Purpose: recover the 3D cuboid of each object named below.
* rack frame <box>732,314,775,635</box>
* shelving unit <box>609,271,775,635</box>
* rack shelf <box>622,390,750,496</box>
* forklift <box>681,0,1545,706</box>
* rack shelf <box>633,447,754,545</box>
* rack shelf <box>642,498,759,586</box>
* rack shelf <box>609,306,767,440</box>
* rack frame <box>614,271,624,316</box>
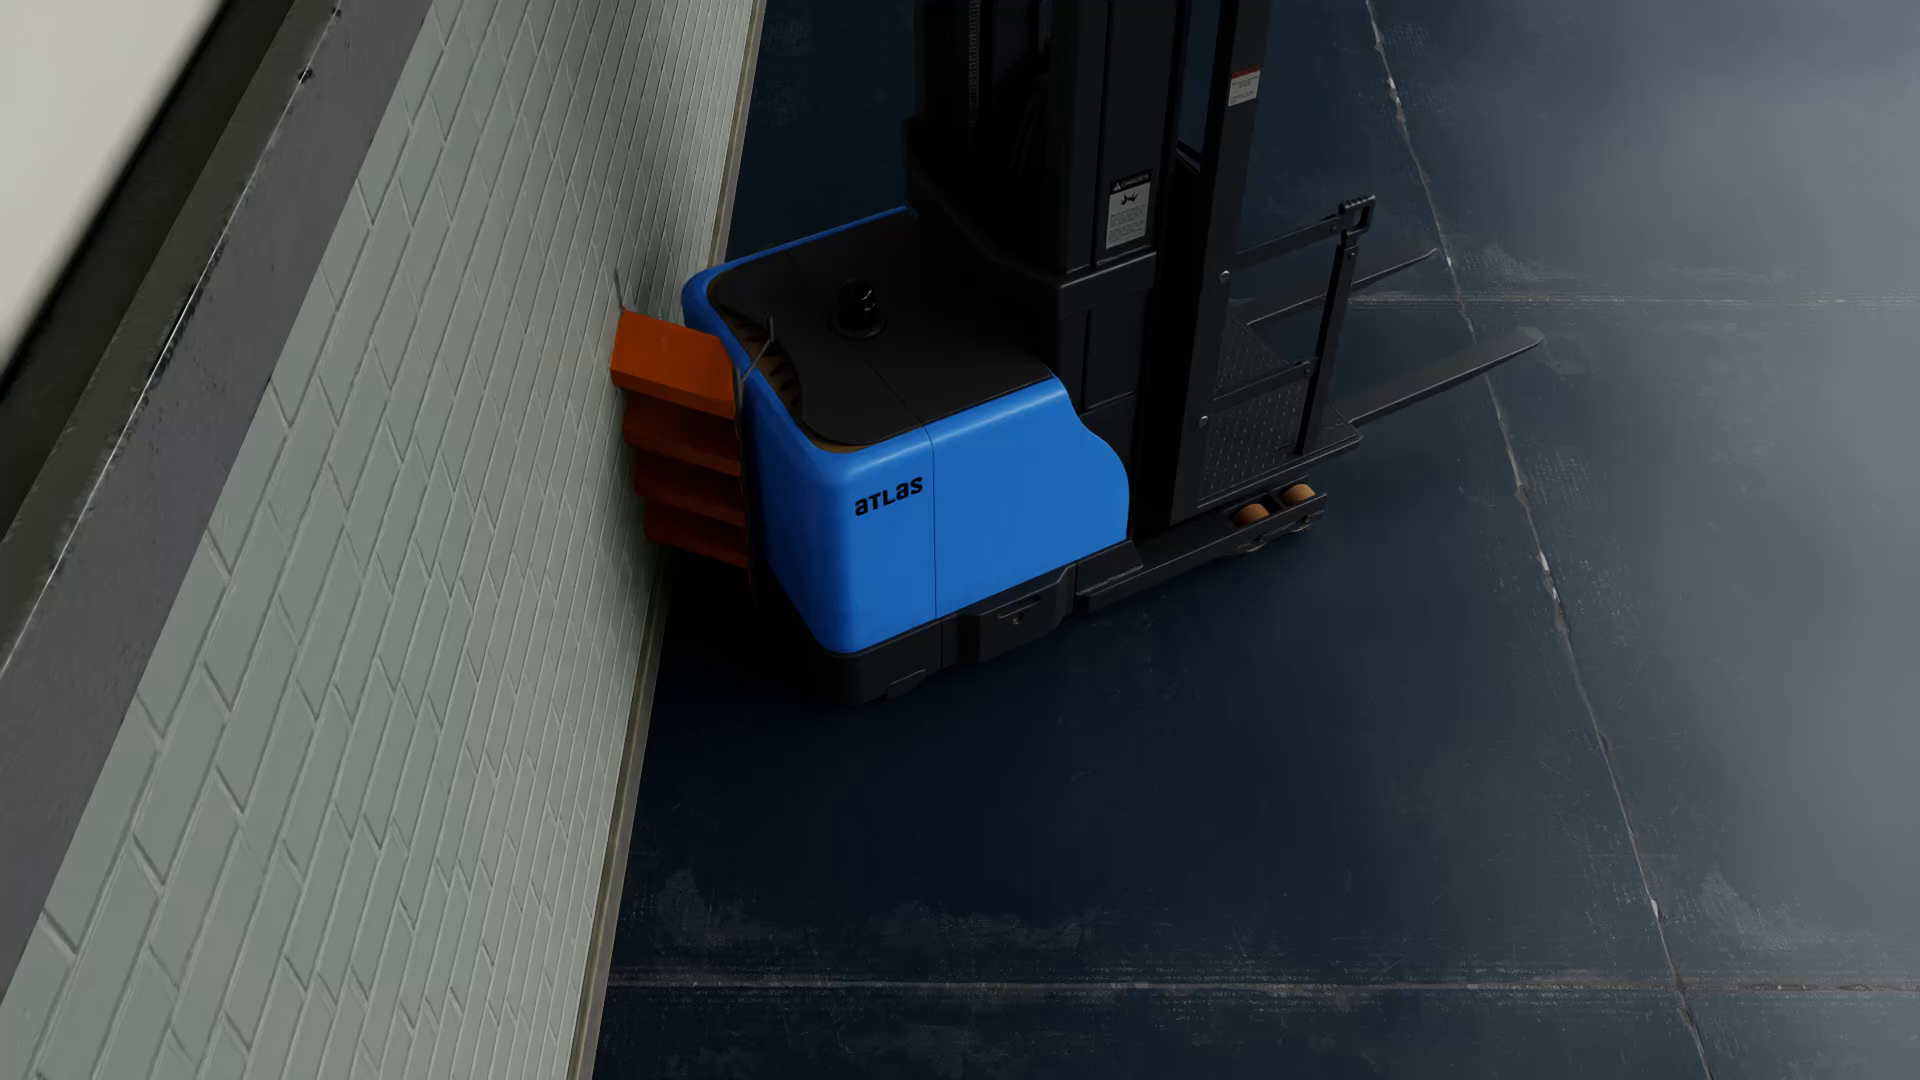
[{"bbox_3d":[-0.600,-0.162,5.085,0.015,1.200,0.240,17,50,12],"label":"rack frame"},{"bbox_3d":[-0.829,-0.231,5.134,0.503,1.200,0.258,17,50,12],"label":"shelving unit"},{"bbox_3d":[-0.823,-0.333,5.016,0.480,0.148,0.258,17,50,12],"label":"rack shelf"},{"bbox_3d":[0.680,-1.277,4.936,3.031,2.935,1.130,-22,51,-19],"label":"forklift"},{"bbox_3d":[-0.832,-0.187,5.185,0.480,0.148,0.258,17,50,12],"label":"rack shelf"},{"bbox_3d":[-0.839,-0.057,5.335,0.480,0.148,0.258,17,50,12],"label":"rack shelf"},{"bbox_3d":[-0.815,-0.488,4.837,0.480,0.148,0.258,17,50,12],"label":"rack shelf"},{"bbox_3d":[-1.058,-0.300,5.183,0.015,1.200,0.240,17,50,12],"label":"rack frame"}]
